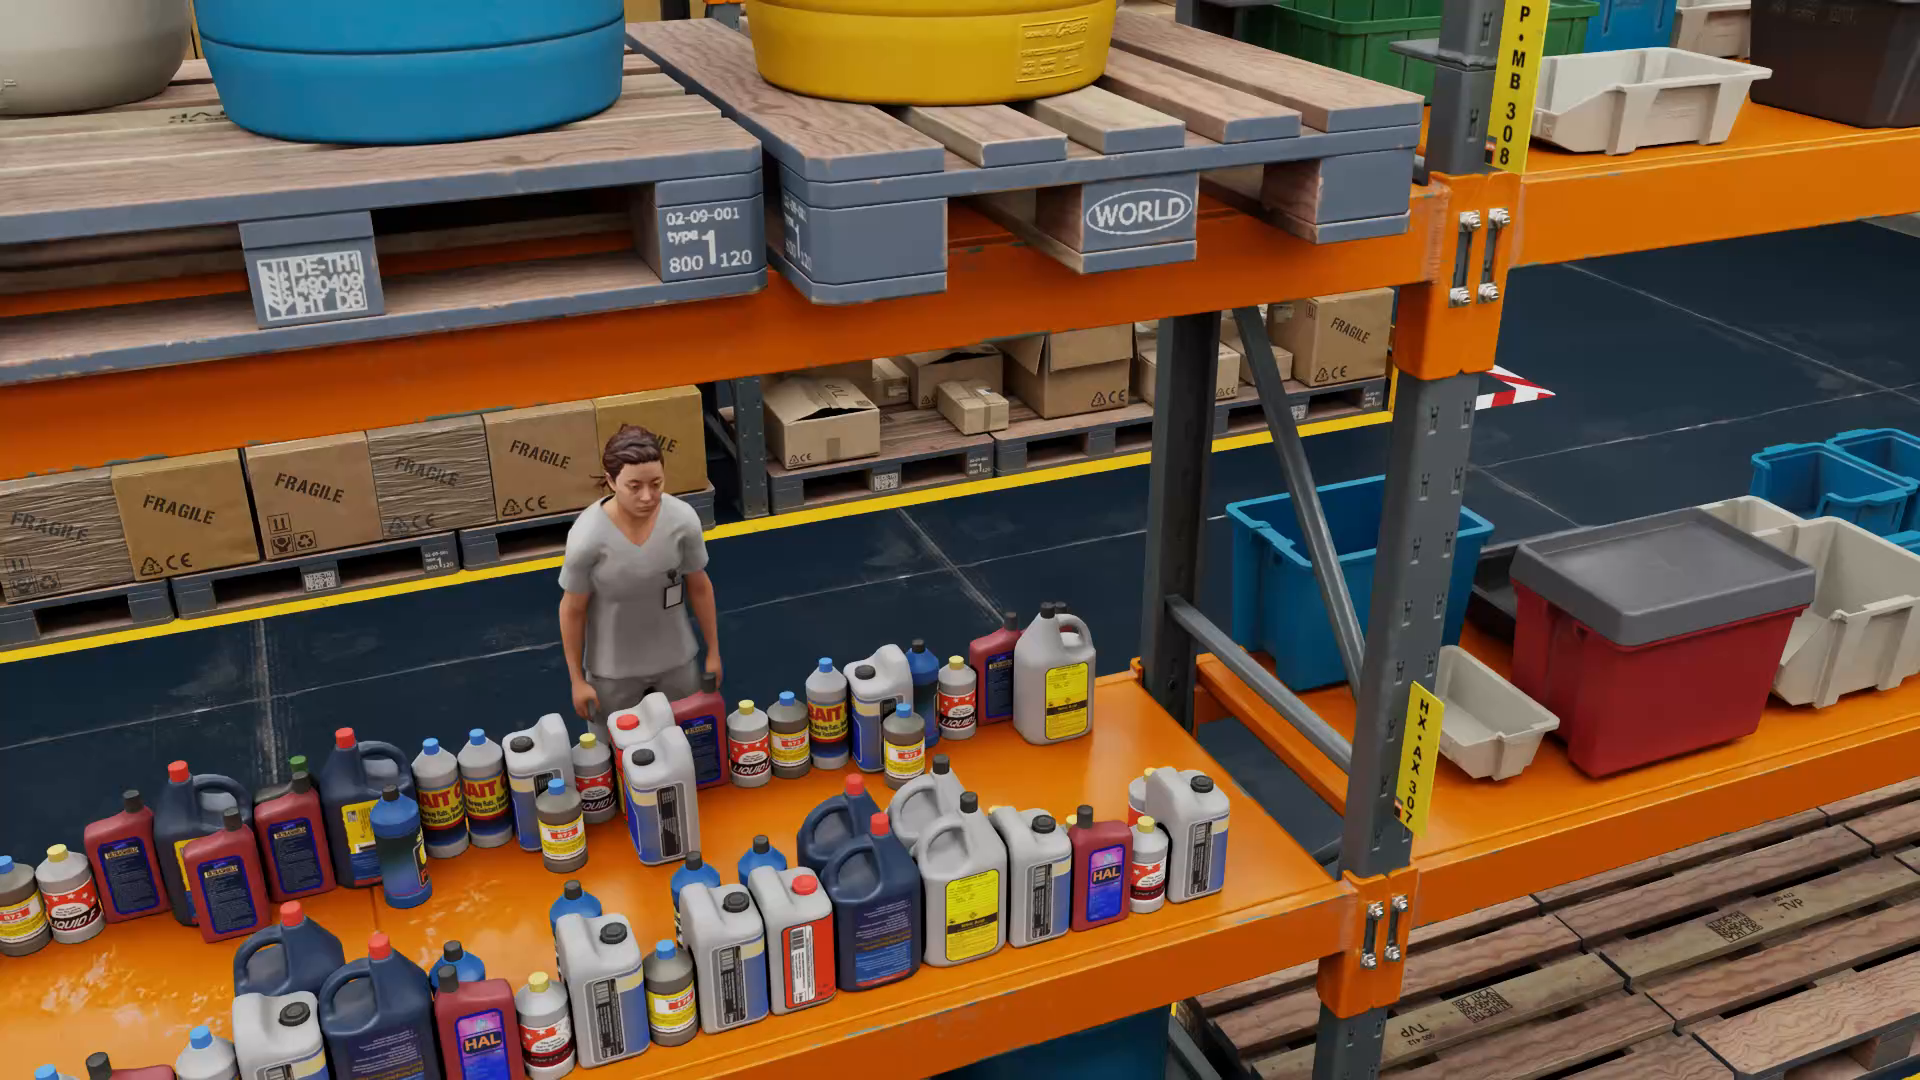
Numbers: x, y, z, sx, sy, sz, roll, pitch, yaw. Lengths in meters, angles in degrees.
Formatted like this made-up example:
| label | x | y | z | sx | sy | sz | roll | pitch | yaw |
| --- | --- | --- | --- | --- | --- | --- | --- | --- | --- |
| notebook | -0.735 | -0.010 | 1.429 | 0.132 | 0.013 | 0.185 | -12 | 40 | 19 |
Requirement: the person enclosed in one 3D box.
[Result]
| label | x | y | z | sx | sy | sz | roll | pitch | yaw |
| --- | --- | --- | --- | --- | --- | --- | --- | --- | --- |
| person | -1.003 | 0.411 | 5.272 | 0.508 | 1.673 | 0.352 | -12 | 28 | -22 |
